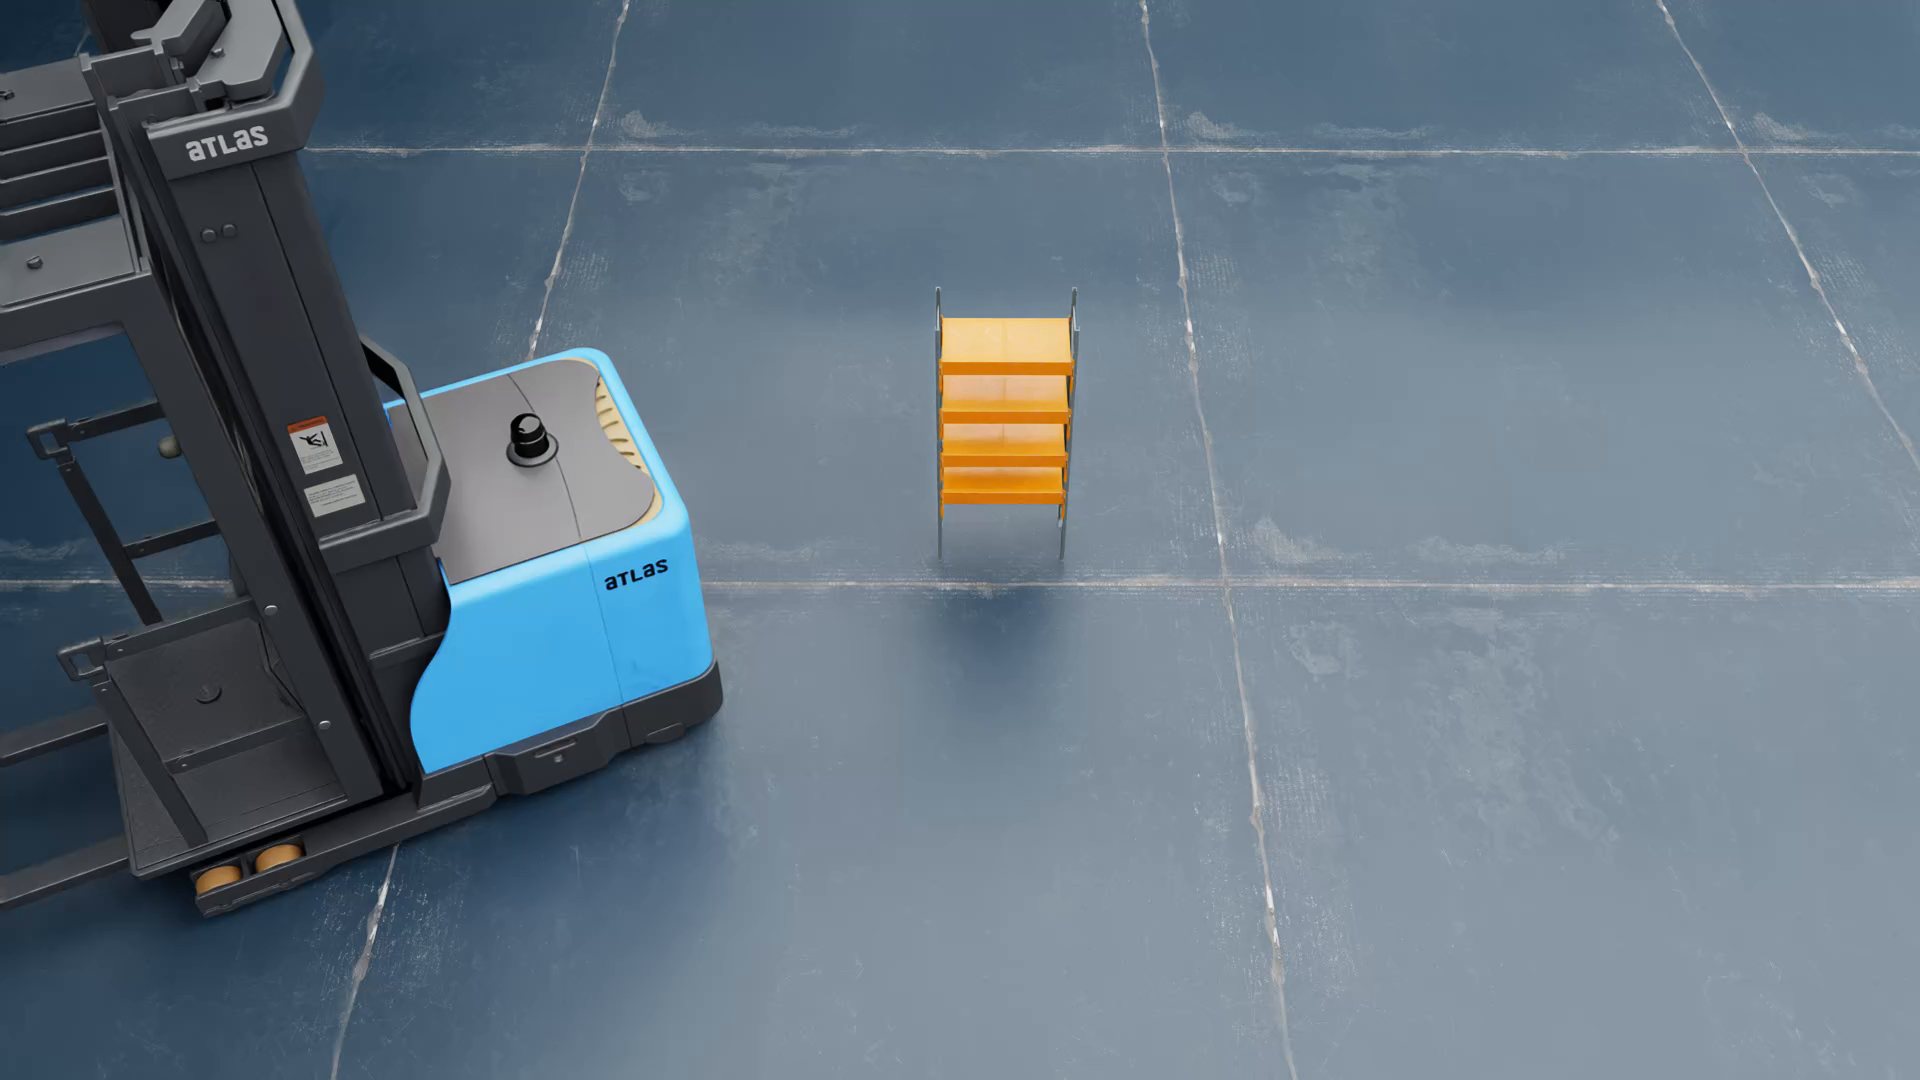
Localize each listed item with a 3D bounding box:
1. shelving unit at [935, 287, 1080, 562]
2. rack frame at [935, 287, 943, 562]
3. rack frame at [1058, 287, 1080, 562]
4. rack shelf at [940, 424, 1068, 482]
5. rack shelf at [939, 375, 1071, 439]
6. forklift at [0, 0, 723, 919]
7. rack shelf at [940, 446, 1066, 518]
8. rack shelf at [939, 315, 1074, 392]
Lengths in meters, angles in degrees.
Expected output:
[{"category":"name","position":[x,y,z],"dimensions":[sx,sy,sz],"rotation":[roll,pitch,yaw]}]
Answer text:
[{"category":"shelving unit","position":[0.166,-0.408,6.310],"dimensions":[0.503,1.200,0.258],"rotation":[0,47,0]},{"category":"rack frame","position":[-0.078,-0.409,6.311],"dimensions":[0.015,1.200,0.240],"rotation":[0,47,0]},{"category":"rack frame","position":[0.410,-0.408,6.310],"dimensions":[0.015,1.200,0.240],"rotation":[0,47,0]},{"category":"rack shelf","position":[0.166,-0.363,6.360],"dimensions":[0.480,0.148,0.258],"rotation":[0,47,0]},{"category":"rack shelf","position":[0.166,-0.515,6.196],"dimensions":[0.480,0.148,0.258],"rotation":[0,47,0]},{"category":"forklift","position":[-2.426,-0.193,4.927],"dimensions":[3.031,2.935,1.130],"rotation":[-19,50,-17]},{"category":"rack shelf","position":[0.166,-0.227,6.505],"dimensions":[0.480,0.148,0.258],"rotation":[0,47,0]},{"category":"rack shelf","position":[0.166,-0.676,6.023],"dimensions":[0.480,0.148,0.258],"rotation":[0,47,0]}]
